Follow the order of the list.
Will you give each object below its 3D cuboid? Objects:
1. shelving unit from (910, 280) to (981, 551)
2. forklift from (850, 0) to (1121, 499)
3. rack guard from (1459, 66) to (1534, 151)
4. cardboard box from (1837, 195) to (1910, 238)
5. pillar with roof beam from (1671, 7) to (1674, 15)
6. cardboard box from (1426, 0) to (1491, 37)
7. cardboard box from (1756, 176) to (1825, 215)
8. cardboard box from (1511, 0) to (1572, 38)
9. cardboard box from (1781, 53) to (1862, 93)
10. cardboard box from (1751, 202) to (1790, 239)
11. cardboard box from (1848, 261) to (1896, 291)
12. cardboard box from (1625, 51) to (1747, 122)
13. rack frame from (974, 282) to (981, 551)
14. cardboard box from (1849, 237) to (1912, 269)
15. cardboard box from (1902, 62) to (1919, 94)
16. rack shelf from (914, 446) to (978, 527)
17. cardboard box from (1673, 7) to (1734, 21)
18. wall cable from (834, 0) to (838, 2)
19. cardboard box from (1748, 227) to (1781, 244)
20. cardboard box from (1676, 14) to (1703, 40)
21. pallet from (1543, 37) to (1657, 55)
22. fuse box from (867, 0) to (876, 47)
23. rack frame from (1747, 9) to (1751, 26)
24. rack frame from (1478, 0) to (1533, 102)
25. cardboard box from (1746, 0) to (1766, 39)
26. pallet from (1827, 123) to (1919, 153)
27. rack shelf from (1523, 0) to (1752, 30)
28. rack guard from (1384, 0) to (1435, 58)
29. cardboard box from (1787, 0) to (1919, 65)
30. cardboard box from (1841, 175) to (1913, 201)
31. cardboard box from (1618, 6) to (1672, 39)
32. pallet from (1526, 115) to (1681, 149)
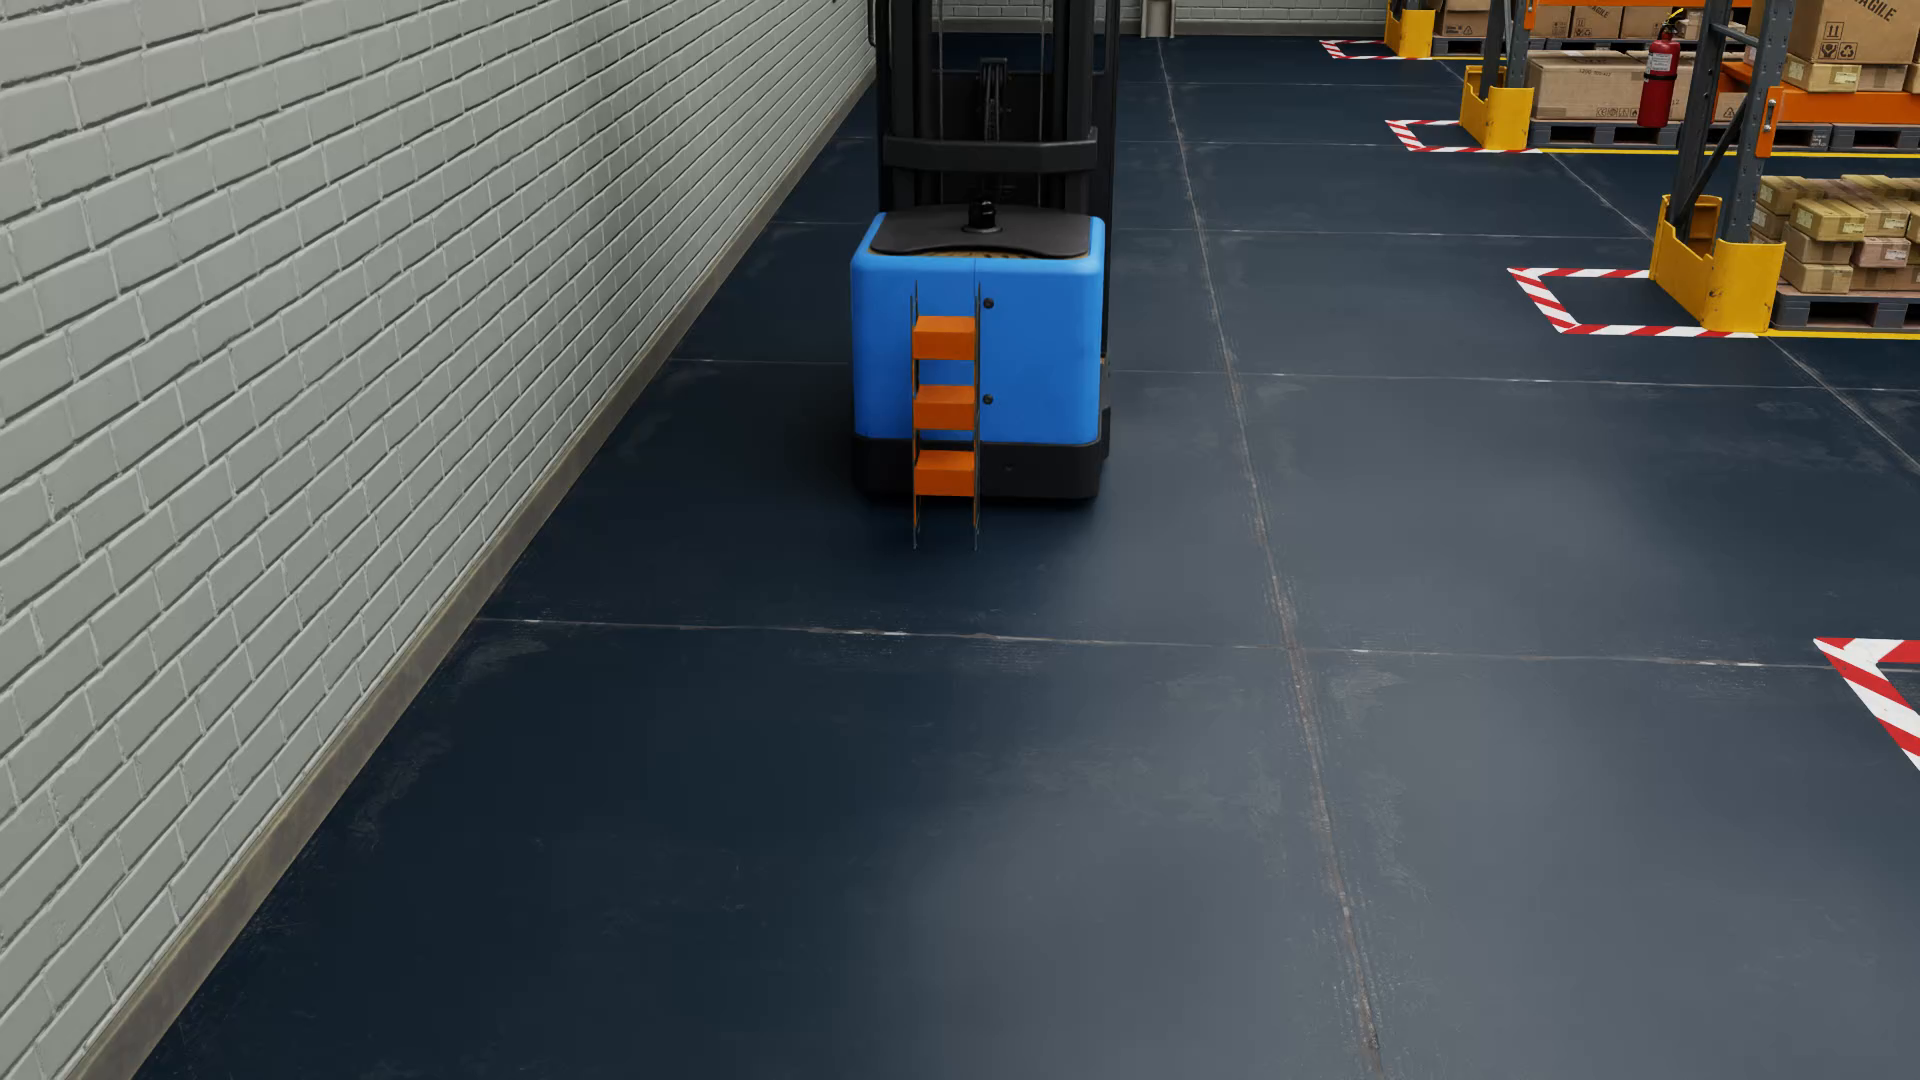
[{"bbox_3d":[-0.053,-0.479,6.534,0.252,1.050,0.215,2,25,4],"label":"shelving unit"},{"bbox_3d":[0.188,-2.083,7.770,1.130,2.935,3.031,2,25,5],"label":"forklift"},{"bbox_3d":[4.563,-3.695,14.182,0.348,0.500,1.175,2,25,4],"label":"rack guard"},{"bbox_3d":[5.090,-1.812,9.297,0.250,0.149,0.380,2,25,5],"label":"cardboard box"},{"bbox_3d":[7.997,-8.100,13.588,0.400,9.000,9.100,2,25,4],"label":"pillar with roof beam"},{"bbox_3d":[5.566,-5.896,18.460,0.637,0.503,0.797,1,25,2],"label":"cardboard box"},{"bbox_3d":[4.856,-2.018,9.744,0.250,0.149,0.380,2,25,5],"label":"cardboard box"},{"bbox_3d":[6.415,-5.851,18.366,0.500,0.500,0.700,3,25,6],"label":"cardboard box"},{"bbox_3d":[4.607,-2.502,8.901,0.250,0.149,0.380,2,25,4],"label":"cardboard box"},{"bbox_3d":[4.857,-1.896,9.835,0.250,0.149,0.380,1,25,3],"label":"cardboard box"},{"bbox_3d":[5.074,-1.535,9.405,0.250,0.149,0.380,2,25,4],"label":"cardboard box"},{"bbox_3d":[6.166,-3.852,14.095,0.875,0.438,0.875,2,25,5],"label":"cardboard box"},{"bbox_3d":[0.068,-0.475,6.526,0.008,1.050,0.200,2,25,4],"label":"rack frame"},{"bbox_3d":[5.081,-1.638,9.274,0.250,0.149,0.380,2,25,4],"label":"cardboard box"},{"bbox_3d":[5.128,-2.481,8.853,0.250,0.149,0.380,1,25,2],"label":"cardboard box"},{"bbox_3d":[-0.053,-0.217,6.655,0.240,0.259,0.215,2,25,4],"label":"rack shelf"},{"bbox_3d":[8.311,-5.860,18.610,0.500,0.311,0.500,3,25,6],"label":"cardboard box"},{"bbox_3d":[-1.037,-5.476,13.810,0.123,1.953,0.585,2,25,4],"label":"wall cable"},{"bbox_3d":[4.850,-1.729,9.828,0.250,0.149,0.380,2,25,5],"label":"cardboard box"},{"bbox_3d":[8.018,-5.626,18.157,0.258,0.266,0.396,3,25,6],"label":"cardboard box"},{"bbox_3d":[7.047,-5.564,18.590,1.213,0.211,1.003,2,25,4],"label":"pallet"},{"bbox_3d":[-0.730,-5.286,16.191,0.414,1.711,0.539,2,25,4],"label":"fuse box"},{"bbox_3d":[8.952,-6.771,17.876,0.127,3.000,1.000,2,25,4],"label":"rack frame"},{"bbox_3d":[4.587,-4.830,13.658,0.127,3.000,1.000,2,25,4],"label":"rack frame"},{"bbox_3d":[4.777,-3.037,9.286,0.500,0.500,0.500,2,25,5],"label":"cardboard box"},{"bbox_3d":[7.823,-3.492,14.087,1.213,0.211,1.003,2,25,4],"label":"pallet"},{"bbox_3d":[6.581,-4.439,13.669,4.000,0.370,1.077,2,25,4],"label":"rack shelf"},{"bbox_3d":[5.039,-5.761,18.672,0.348,0.500,1.175,2,25,4],"label":"rack guard"},{"bbox_3d":[4.736,-2.815,8.803,0.500,0.500,0.500,3,25,6],"label":"cardboard box"},{"bbox_3d":[5.370,-2.031,9.772,0.250,0.149,0.380,1,25,3],"label":"cardboard box"},{"bbox_3d":[7.451,-5.818,18.294,0.500,0.500,0.700,1,25,2],"label":"cardboard box"},{"bbox_3d":[5.391,-3.570,14.256,1.213,0.211,1.003,2,25,4],"label":"pallet"}]
